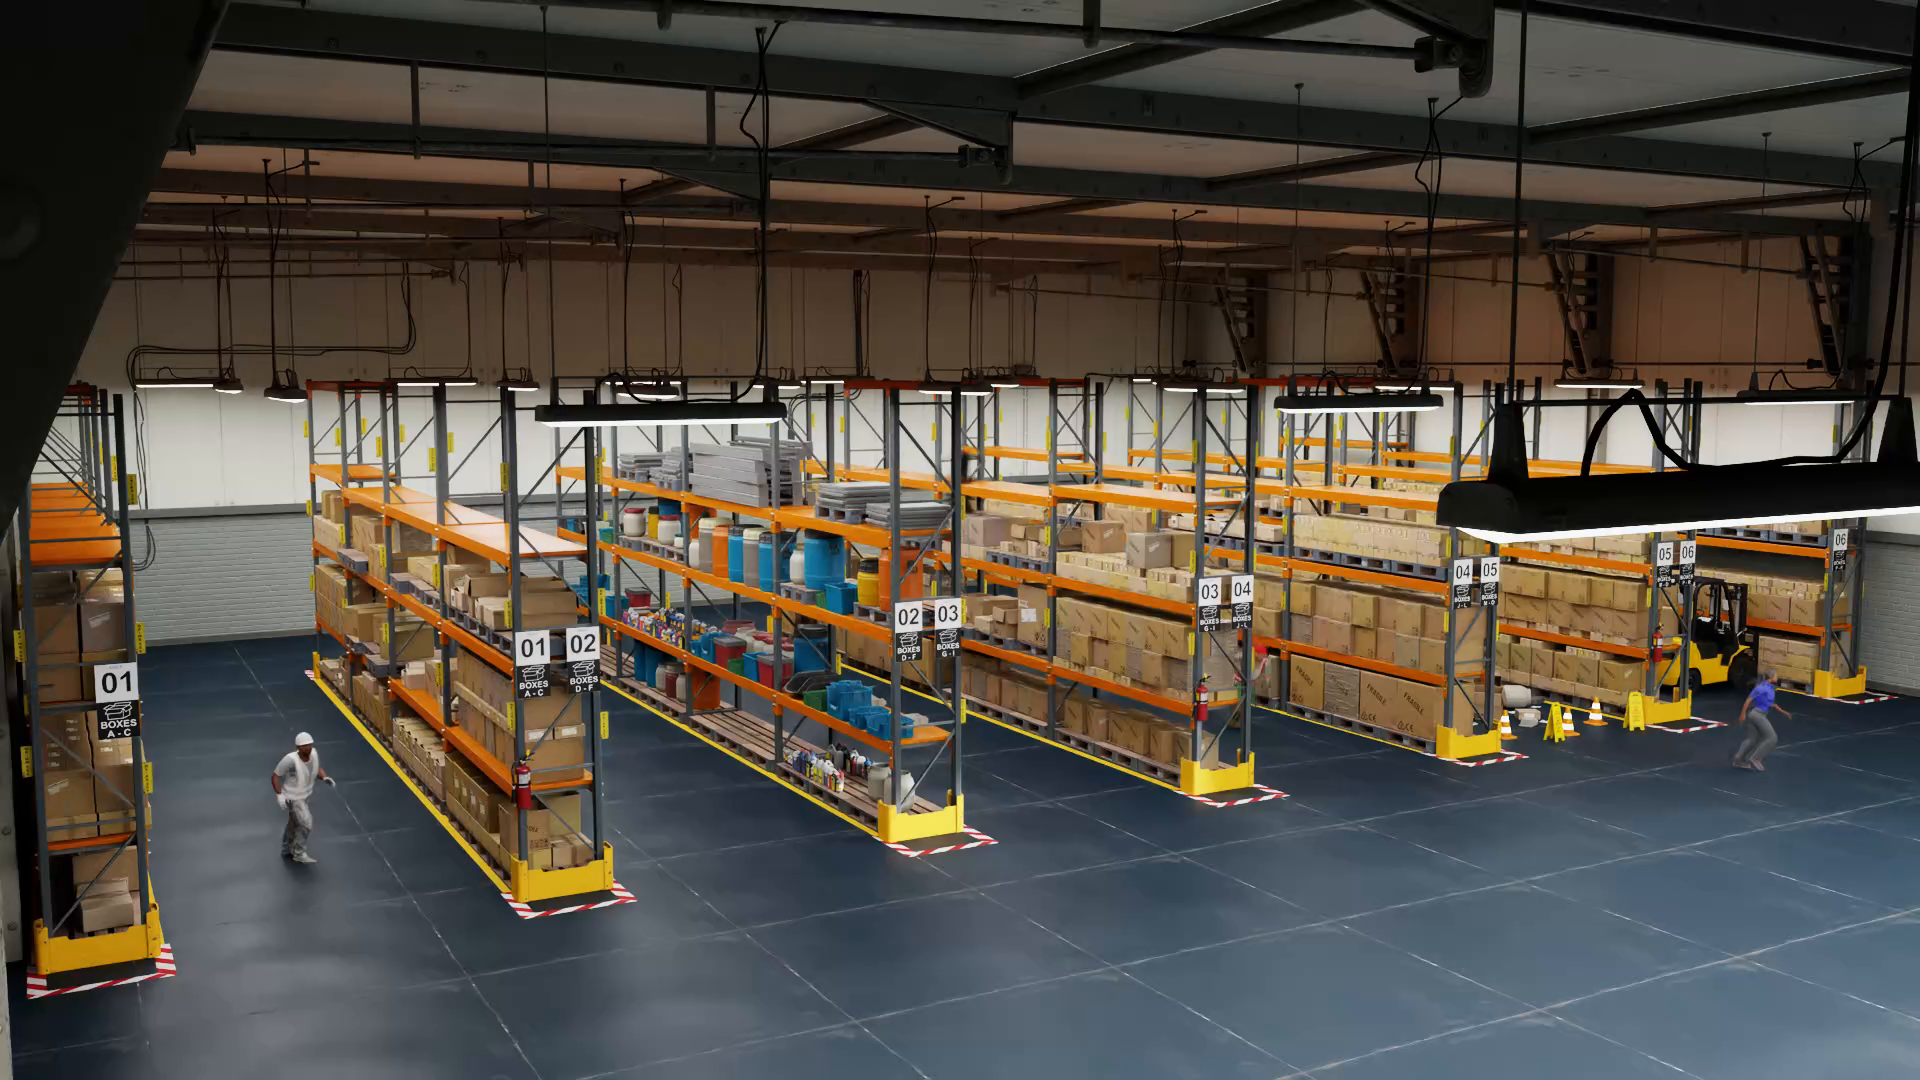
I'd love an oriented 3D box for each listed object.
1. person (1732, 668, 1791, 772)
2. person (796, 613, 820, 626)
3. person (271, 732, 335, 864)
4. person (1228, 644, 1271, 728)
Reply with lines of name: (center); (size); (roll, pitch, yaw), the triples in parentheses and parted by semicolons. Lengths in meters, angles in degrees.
person: (12.474, 2.780, 25.846); (0.791, 1.590, 0.557); (4, 7, 31)
person: (-3.070, 1.921, 33.721); (0.699, 1.666, 0.851); (-5, 8, -38)
person: (-8.346, 3.265, 21.114); (0.850, 1.736, 0.689); (1, 6, 7)
person: (4.960, 2.515, 28.576); (0.676, 1.538, 1.003); (-2, 6, -16)
